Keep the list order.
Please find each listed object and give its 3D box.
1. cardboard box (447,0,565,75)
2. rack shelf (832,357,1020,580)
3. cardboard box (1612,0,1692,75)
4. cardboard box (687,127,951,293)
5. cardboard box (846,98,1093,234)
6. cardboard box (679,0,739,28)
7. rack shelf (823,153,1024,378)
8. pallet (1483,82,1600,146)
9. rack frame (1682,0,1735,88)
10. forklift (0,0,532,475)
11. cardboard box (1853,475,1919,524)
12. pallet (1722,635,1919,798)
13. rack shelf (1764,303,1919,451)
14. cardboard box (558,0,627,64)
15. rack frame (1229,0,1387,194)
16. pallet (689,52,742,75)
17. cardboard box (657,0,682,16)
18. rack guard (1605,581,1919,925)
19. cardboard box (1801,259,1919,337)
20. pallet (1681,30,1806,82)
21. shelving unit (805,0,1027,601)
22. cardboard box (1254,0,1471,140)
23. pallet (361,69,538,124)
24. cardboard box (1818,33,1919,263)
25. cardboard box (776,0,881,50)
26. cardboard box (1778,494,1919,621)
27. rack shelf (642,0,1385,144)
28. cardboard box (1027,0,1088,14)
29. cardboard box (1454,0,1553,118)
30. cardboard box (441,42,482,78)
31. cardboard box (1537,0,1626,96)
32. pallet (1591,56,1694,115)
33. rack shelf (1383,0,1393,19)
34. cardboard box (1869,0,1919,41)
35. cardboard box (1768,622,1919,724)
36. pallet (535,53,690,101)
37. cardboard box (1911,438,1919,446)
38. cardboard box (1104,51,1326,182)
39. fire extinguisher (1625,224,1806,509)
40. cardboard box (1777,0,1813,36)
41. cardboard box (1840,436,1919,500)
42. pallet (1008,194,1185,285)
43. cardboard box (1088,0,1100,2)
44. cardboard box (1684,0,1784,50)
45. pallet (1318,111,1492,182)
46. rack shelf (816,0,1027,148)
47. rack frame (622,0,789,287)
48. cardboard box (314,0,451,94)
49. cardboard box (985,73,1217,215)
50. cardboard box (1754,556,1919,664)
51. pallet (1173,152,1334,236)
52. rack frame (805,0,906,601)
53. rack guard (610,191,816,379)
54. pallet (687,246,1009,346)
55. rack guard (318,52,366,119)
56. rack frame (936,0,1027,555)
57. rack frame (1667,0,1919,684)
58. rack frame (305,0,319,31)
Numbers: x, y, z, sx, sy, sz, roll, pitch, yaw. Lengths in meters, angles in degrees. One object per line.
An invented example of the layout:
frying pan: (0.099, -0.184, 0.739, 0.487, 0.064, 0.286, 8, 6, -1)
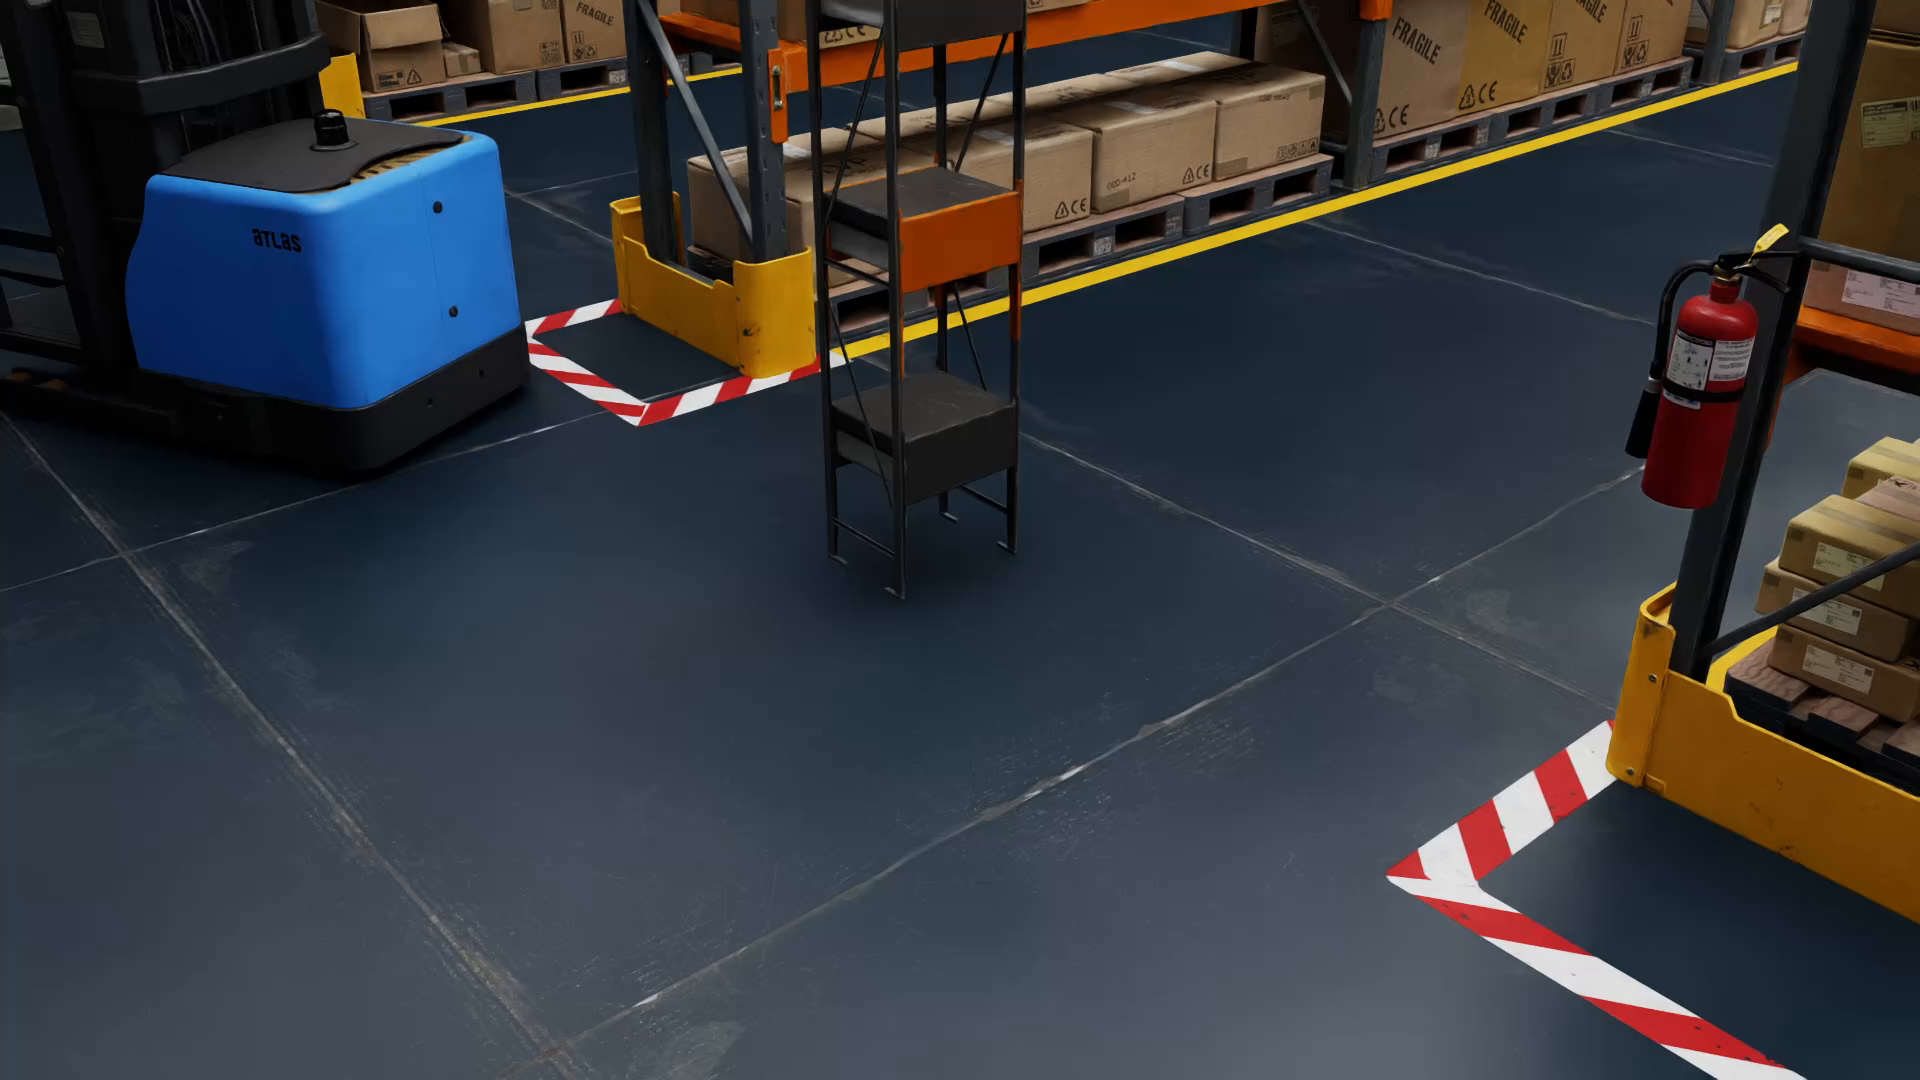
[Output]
cardboard box: (-3.109, -3.523, 11.366, 0.500, 0.500, 0.700, -20, 34, -33)
rack shelf: (-0.126, -0.246, 5.497, 0.480, 0.518, 0.431, -22, 35, -35)
cardboard box: (4.420, -3.775, 11.439, 0.875, 0.875, 0.875, -22, 35, -35)
cardboard box: (-0.649, -1.554, 7.747, 0.875, 0.438, 0.875, -23, 36, -37)
cardboard box: (0.041, -1.837, 8.277, 0.875, 0.438, 0.875, -21, 34, -34)
cardboard box: (-0.892, -2.547, 7.228, 0.500, 0.500, 0.500, -22, 35, -35)
rack shelf: (-0.126, -0.863, 5.167, 0.480, 0.518, 0.431, -22, 35, -35)
pallet: (3.423, -2.893, 10.939, 1.213, 0.211, 1.003, -22, 35, -35)
rack frame: (4.999, -4.708, 11.377, 0.127, 3.000, 1.000, -22, 35, -35)
forklift: (-3.326, -1.978, 6.342, 3.031, 2.935, 1.130, 12, 30, 21)
cardboard box: (2.670, -0.016, 4.545, 0.250, 0.149, 0.380, -21, 35, -34)
pallet: (2.902, 0.454, 4.676, 1.213, 0.211, 1.003, -22, 35, -35)
rack shelf: (3.725, -0.811, 4.849, 4.000, 0.370, 1.077, -22, 35, -35)
cardboard box: (-2.642, -3.649, 11.601, 0.500, 0.500, 0.500, -21, 35, -34)
rack frame: (1.956, -3.484, 9.087, 0.127, 3.000, 1.000, -22, 35, -35)
pallet: (-1.791, -3.823, 12.680, 1.213, 0.211, 1.003, -22, 35, -35)
cardboard box: (-2.319, -3.840, 11.960, 0.500, 0.500, 0.700, -23, 36, -37)
rack guard: (2.261, 0.563, 4.167, 0.348, 0.500, 1.175, -22, 35, -35)
cardboard box: (2.268, -0.607, 3.970, 0.250, 0.149, 0.380, -22, 35, -35)
pallet: (5.595, -3.717, 12.481, 1.213, 0.211, 1.003, -22, 35, -35)
shelving unit: (-0.126, -0.875, 5.160, 0.503, 2.100, 0.431, -22, 35, -35)
cardboard box: (2.376, -2.951, 9.898, 0.875, 0.875, 0.875, -21, 34, -33)
pallet: (-3.647, -3.077, 11.284, 1.213, 0.211, 1.003, -22, 35, -35)
cardboard box: (2.378, -0.922, 3.870, 0.500, 0.500, 0.500, -21, 35, -34)
cardboard box: (-0.535, -2.349, 6.856, 0.500, 0.500, 0.500, -22, 35, -35)
cardboard box: (2.441, 0.040, 4.440, 0.250, 0.149, 0.380, -21, 35, -34)
rack shelf: (0.435, -2.555, 8.112, 4.000, 0.370, 1.077, -22, 35, -35)
cardboard box: (0.230, -2.662, 7.444, 0.500, 0.500, 0.500, -22, 35, -35)
cardboard box: (3.058, -3.230, 10.420, 0.875, 0.875, 0.875, -21, 34, -34)
cardboard box: (-3.436, -3.236, 11.202, 0.250, 0.149, 0.380, -24, 36, -37)
cardboard box: (3.739, -3.503, 10.931, 0.875, 0.875, 0.875, -21, 35, -34)
pallet: (4.351, -3.264, 11.634, 1.213, 0.211, 1.003, -22, 35, -35)
rack shelf: (3.478, -3.779, 10.402, 4.000, 0.370, 1.077, -22, 35, -35)
cardboard box: (2.390, -1.362, 3.634, 0.500, 0.500, 0.500, -23, 36, -36)
cardboard box: (2.468, 0.320, 4.548, 0.250, 0.149, 0.380, -21, 35, -34)
pallet: (-2.720, -3.448, 11.978, 1.213, 0.211, 1.003, -22, 35, -35)
cardboard box: (3.022, -0.197, 4.885, 0.250, 0.149, 0.380, -24, 36, -37)
cardboard box: (1.409, -2.386, 9.305, 0.875, 0.438, 0.875, -22, 35, -36)
fire extinguisher: (1.712, -0.406, 3.806, 0.183, 0.674, 0.296, -22, 35, -35)
cardboard box: (5.992, -4.132, 12.642, 0.625, 0.372, 0.950, -23, 36, -36)
cardboard box: (2.784, -0.141, 4.779, 0.250, 0.149, 0.380, -23, 36, -36)
pallet: (0.398, -1.675, 8.660, 1.213, 0.211, 1.003, -22, 35, -35)
cardboard box: (0.600, -2.822, 7.741, 0.500, 0.500, 0.500, -21, 34, -33)
cardboard box: (5.436, -3.903, 12.214, 0.625, 0.372, 0.950, -25, 37, -38)
pallet: (2.494, -2.517, 10.237, 1.213, 0.211, 1.003, -22, 35, -35)
rack shelf: (-0.126, -1.481, 4.837, 0.480, 0.518, 0.431, -22, 35, -35)
rack frame: (-1.087, -2.261, 6.798, 0.127, 3.000, 1.000, -22, 35, -35)
cardboard box: (-3.784, -3.277, 10.902, 0.637, 0.503, 0.797, -24, 36, -37)
cardboard box: (0.728, -2.112, 8.792, 0.875, 0.438, 0.875, -23, 36, -36)
cardboard box: (2.419, 0.161, 4.531, 0.250, 0.149, 0.380, -23, 36, -36)
pallet: (1.327, -2.050, 9.362, 1.213, 0.211, 1.003, -22, 35, -35)
rack frame: (-0.312, -0.801, 5.021, 0.015, 2.100, 0.400, -22, 35, -35)
rack guard: (-1.105, -1.151, 7.373, 0.348, 0.500, 1.175, -22, 35, -35)
pallet: (-0.529, -1.303, 7.965, 1.213, 0.211, 1.003, -22, 35, -35)
rack guard: (-4.253, -2.960, 10.758, 0.348, 0.500, 1.175, -22, 35, -35)
rack frame: (0.060, -0.950, 5.300, 0.015, 2.100, 0.400, -22, 35, -35)
rack frame: (2.203, -0.517, 3.534, 0.127, 3.000, 1.000, -22, 35, -35)
rack frame: (-4.311, -4.039, 10.126, 0.127, 3.000, 1.000, -22, 35, -35)
